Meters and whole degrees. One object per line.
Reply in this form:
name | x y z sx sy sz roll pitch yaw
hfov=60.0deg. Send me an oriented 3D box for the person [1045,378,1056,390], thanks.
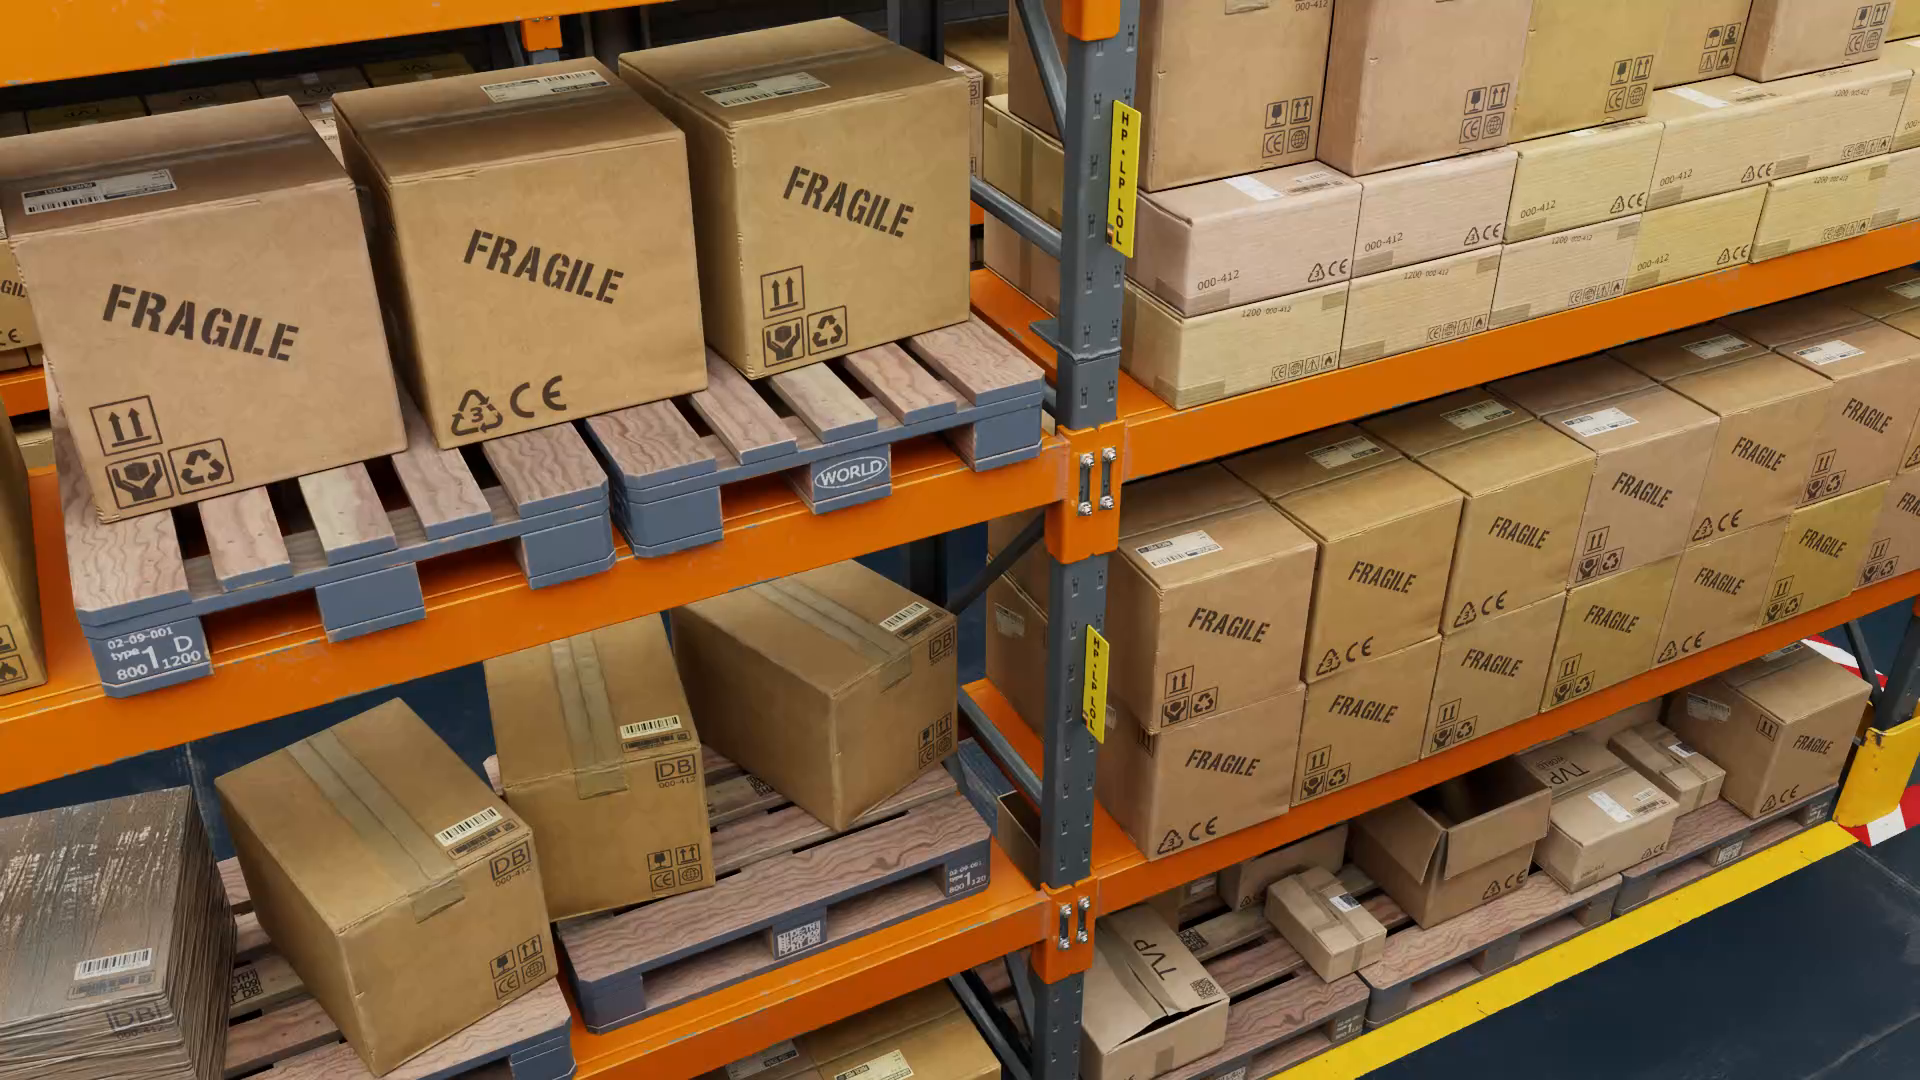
person | 0.506 -0.850 8.484 0.526 1.780 0.556 -16 36 -24
